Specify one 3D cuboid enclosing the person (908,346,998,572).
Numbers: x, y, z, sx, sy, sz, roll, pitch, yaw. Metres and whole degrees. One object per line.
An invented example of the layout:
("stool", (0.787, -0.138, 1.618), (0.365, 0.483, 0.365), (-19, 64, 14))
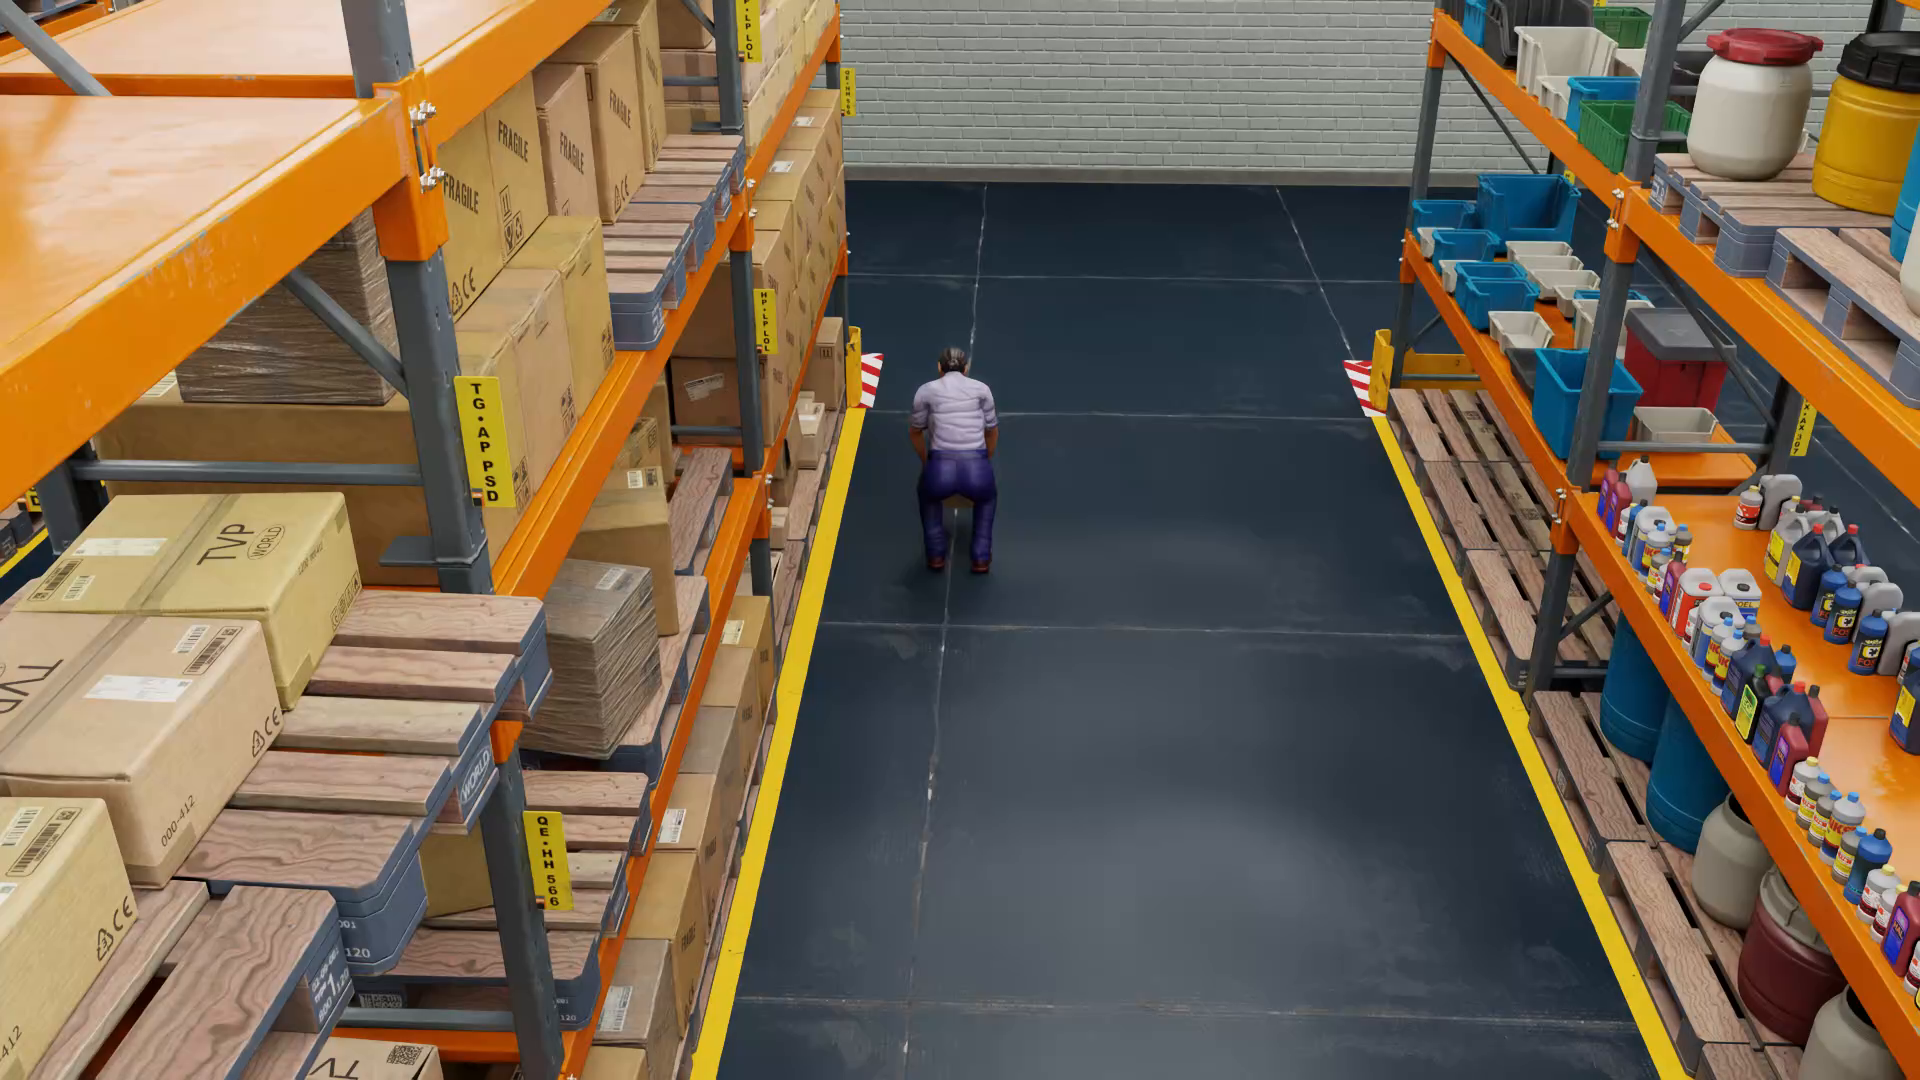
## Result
("person", (-0.043, -0.447, 9.866), (0.537, 1.286, 0.702), (1, 28, 2))
